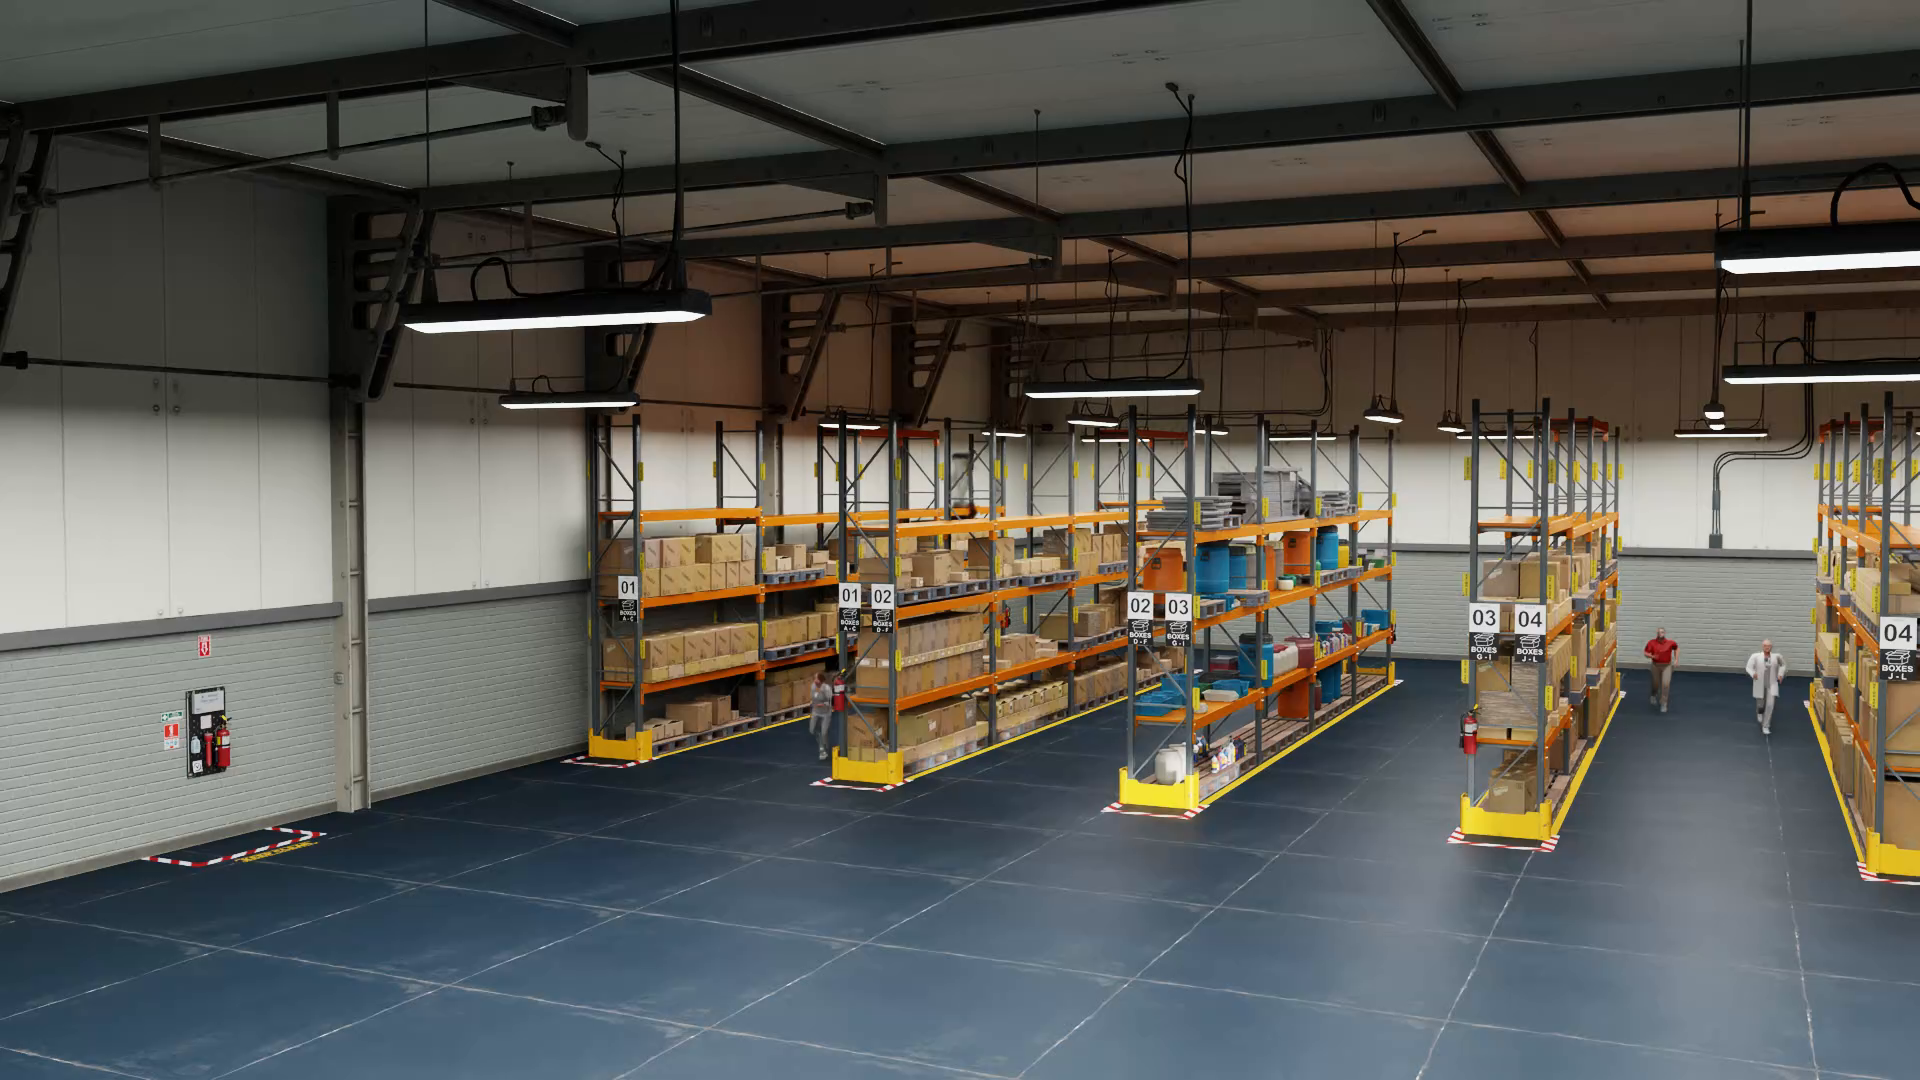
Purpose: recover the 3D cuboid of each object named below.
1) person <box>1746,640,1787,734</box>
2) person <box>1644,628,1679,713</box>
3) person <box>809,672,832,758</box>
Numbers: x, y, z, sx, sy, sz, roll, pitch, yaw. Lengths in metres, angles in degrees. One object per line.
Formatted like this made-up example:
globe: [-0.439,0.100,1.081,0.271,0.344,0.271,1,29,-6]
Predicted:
person: [15.572,2.867,32.124,0.721,1.703,0.917,1,3,22]
person: [14.715,2.710,34.890,0.672,1.754,0.982,1,3,24]
person: [-2.413,3.034,28.785,0.504,1.540,0.659,1,2,18]
